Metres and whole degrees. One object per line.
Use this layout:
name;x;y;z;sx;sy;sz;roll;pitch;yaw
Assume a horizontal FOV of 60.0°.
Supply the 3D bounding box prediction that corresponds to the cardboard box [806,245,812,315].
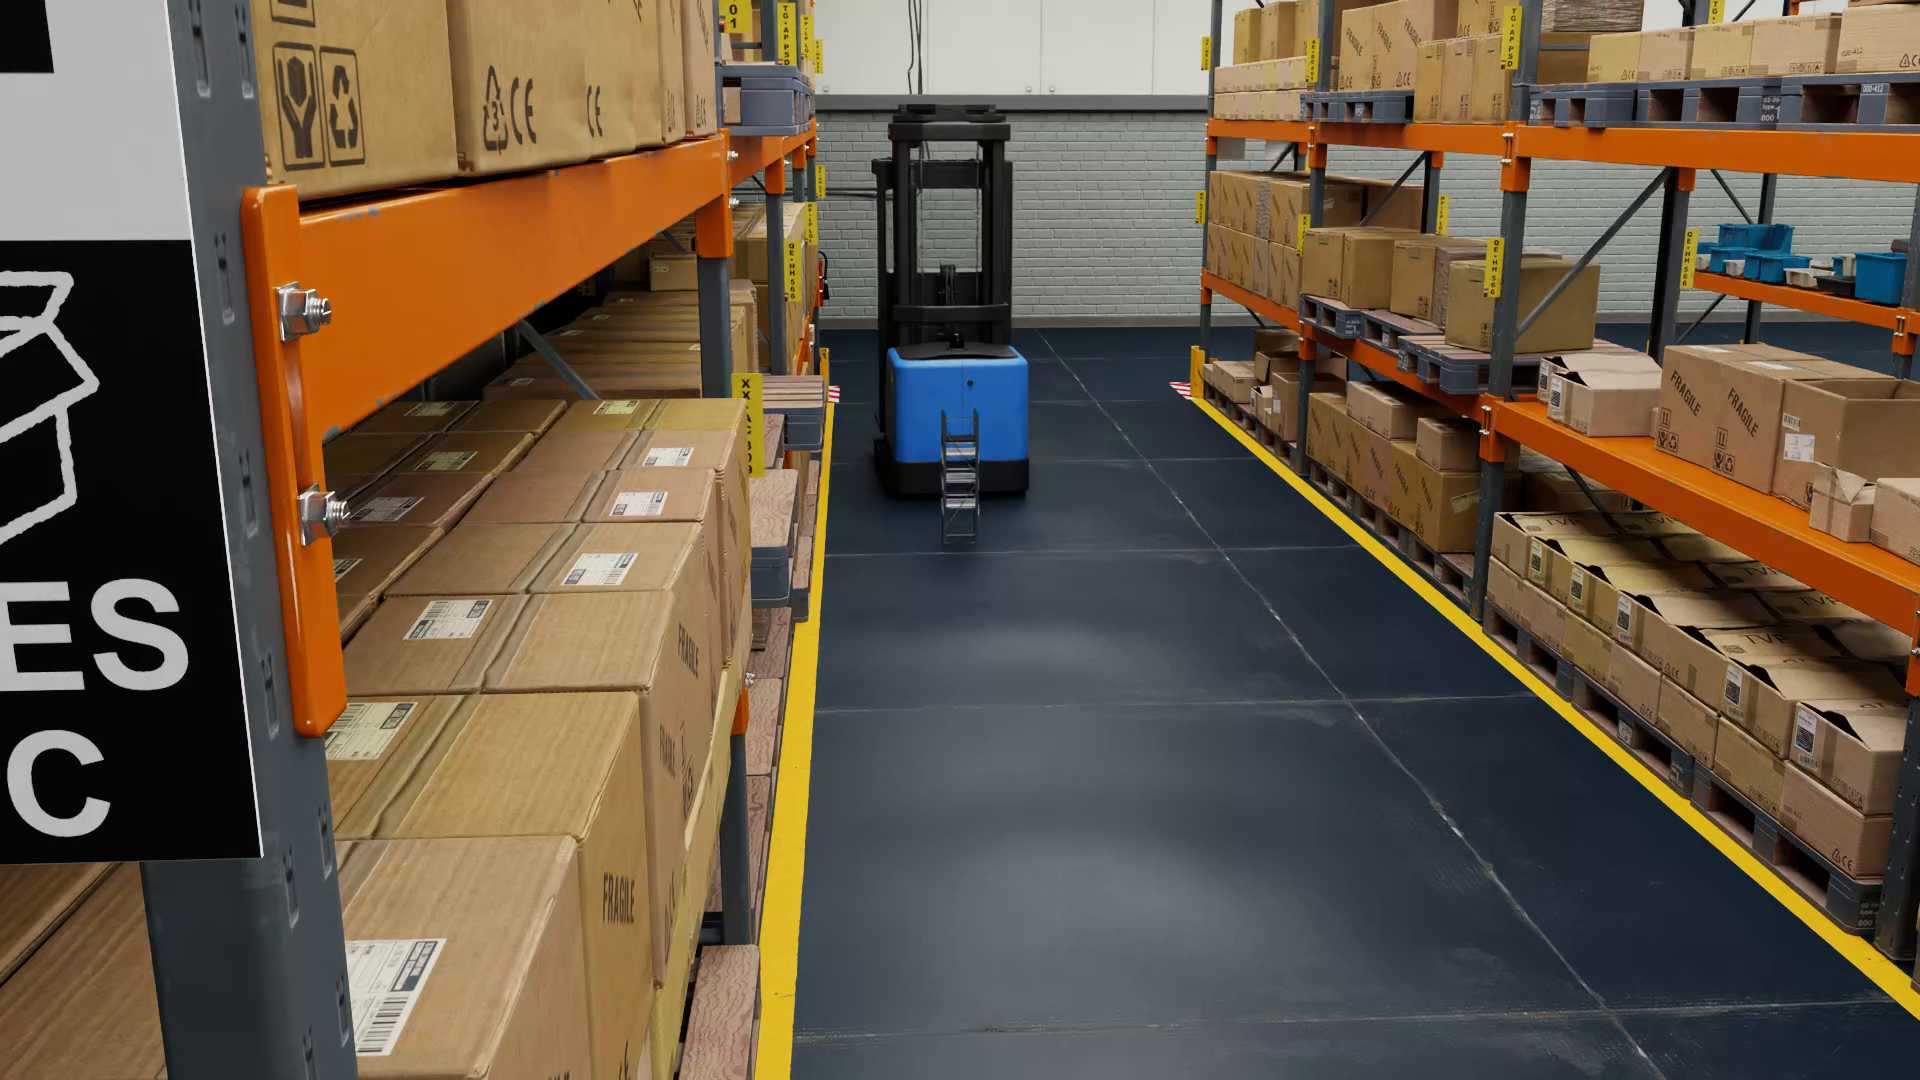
cardboard box;-1.712;-2.193;13.427;0.980;0.700;0.700;-1;14;-3

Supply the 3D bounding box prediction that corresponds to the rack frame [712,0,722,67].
rack frame;-1.199;-2.828;4.458;1.000;3.000;0.127;-1;14;-3

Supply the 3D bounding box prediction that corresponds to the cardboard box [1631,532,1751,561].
cardboard box;3.814;0.117;8.600;0.500;0.311;0.500;-1;14;-4

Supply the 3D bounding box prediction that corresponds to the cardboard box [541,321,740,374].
cardboard box;-1.296;-0.614;6.808;0.700;0.500;0.500;1;14;4

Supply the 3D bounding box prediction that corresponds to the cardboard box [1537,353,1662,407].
cardboard box;3.476;-0.861;9.030;0.500;0.311;0.500;0;14;0

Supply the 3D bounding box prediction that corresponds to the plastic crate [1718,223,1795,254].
plastic crate;8.153;-3.026;17.075;0.616;0.435;0.499;-1;14;-3

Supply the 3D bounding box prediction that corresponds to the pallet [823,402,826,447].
pallet;-1.742;-1.056;15.208;1.003;0.211;1.213;-1;14;-3

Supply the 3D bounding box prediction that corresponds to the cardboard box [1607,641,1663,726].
cardboard box;3.338;0.650;7.656;0.500;0.250;0.500;-1;14;-2

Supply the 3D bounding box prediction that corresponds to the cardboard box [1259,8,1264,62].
cardboard box;3.134;-4.594;15.134;0.700;0.500;0.500;-1;14;-3

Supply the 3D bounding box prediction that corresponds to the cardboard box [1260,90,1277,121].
cardboard box;2.894;-3.735;14.305;0.500;0.250;0.500;-1;14;-3

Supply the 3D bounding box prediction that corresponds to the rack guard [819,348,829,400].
rack guard;-1.944;-1.702;17.140;1.175;0.500;0.348;-1;14;-3

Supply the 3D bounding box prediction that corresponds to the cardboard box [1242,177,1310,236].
cardboard box;2.865;-3.022;15.044;0.500;0.500;0.500;-1;14;-4

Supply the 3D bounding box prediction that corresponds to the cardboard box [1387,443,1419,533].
cardboard box;3.173;-0.355;11.020;0.500;0.500;0.500;-1;14;-5

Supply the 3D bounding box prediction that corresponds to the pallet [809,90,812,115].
pallet;-1.807;-3.828;14.544;1.003;0.211;1.213;-1;14;-3

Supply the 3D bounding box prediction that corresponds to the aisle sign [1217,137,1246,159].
aisle sign;2.704;-4.256;16.830;0.394;0.787;0.004;-1;14;-3

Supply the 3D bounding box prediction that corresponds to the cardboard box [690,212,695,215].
cardboard box;-1.851;-2.105;11.343;0.500;0.250;0.500;-1;14;-5

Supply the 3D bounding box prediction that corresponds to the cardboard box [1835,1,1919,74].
cardboard box;3.680;-1.873;6.226;0.500;0.250;0.500;-2;15;-9

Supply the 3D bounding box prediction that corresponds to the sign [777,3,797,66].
sign;-0.905;-2.628;8.665;0.100;0.325;0.005;-1;14;-3

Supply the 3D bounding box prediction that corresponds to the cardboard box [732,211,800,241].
cardboard box;-1.356;-2.111;11.369;0.500;0.250;0.500;-1;14;-2

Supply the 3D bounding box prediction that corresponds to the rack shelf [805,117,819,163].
rack shelf;-1.818;-3.514;14.588;1.077;0.370;4.000;-1;14;-3

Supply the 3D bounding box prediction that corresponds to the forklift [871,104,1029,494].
forklift;-0.150;-2.088;13.759;1.130;2.935;3.031;-2;15;-6

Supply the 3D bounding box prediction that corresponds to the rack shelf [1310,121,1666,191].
rack shelf;3.374;-2.596;11.022;1.077;0.370;4.000;-1;14;-3

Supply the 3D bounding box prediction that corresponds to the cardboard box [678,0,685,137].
cardboard box;-0.902;-1.186;3.854;0.500;0.500;0.500;-2;15;-8

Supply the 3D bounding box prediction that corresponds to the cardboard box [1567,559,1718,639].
cardboard box;3.307;0.254;8.069;0.500;0.311;0.500;-1;14;-5

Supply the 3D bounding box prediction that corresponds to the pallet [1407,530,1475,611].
pallet;3.489;0.169;10.444;1.003;0.211;1.213;-1;14;-3

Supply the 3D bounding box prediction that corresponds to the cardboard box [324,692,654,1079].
cardboard box;-0.701;0.526;2.220;0.500;0.500;0.500;-1;14;-3

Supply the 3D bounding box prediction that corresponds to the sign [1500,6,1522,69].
sign;2.956;-2.690;8.904;0.100;0.325;0.005;-1;14;-3

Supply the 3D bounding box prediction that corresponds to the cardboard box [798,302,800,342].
cardboard box;-1.274;-1.498;10.492;0.500;0.500;0.500;-1;14;-4

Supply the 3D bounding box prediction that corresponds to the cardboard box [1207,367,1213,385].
cardboard box;2.700;-1.654;16.737;0.380;0.166;0.250;-1;14;-3

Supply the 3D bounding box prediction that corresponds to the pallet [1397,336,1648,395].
pallet;3.385;-1.069;10.048;1.213;0.211;1.003;-1;14;-3

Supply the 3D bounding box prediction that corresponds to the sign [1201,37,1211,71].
sign;2.460;-4.852;16.590;0.100;0.325;0.005;-1;14;-3

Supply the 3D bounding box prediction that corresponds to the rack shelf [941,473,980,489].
rack shelf;0.000;-0.406;11.430;0.258;0.077;0.200;-1;14;-3

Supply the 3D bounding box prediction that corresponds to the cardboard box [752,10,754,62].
cardboard box;-1.683;-3.143;10.618;0.700;0.500;0.500;-1;14;-3

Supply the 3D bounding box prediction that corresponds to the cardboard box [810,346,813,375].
cardboard box;-1.768;-1.603;15.910;0.700;0.500;0.500;-1;14;-4

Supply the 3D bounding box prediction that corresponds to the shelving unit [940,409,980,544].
shelving unit;0.000;-0.438;11.422;0.258;0.900;0.210;-1;14;-3

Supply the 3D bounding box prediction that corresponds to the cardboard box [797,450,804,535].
cardboard box;-1.409;-0.483;10.854;0.750;0.750;0.750;-1;14;-4

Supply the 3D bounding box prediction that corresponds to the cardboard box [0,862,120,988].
cardboard box;-1.192;0.658;1.705;0.500;0.500;0.500;-1;14;-4

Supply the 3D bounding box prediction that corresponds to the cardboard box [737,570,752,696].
cardboard box;-0.867;0.253;4.782;0.500;0.250;0.500;-1;14;-3

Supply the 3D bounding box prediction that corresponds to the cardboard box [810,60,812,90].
cardboard box;-1.561;-4.102;14.687;0.500;0.250;0.500;-1;14;-5

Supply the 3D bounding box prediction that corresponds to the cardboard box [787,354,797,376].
cardboard box;-1.175;-1.021;9.939;0.380;0.149;0.250;0;14;-2

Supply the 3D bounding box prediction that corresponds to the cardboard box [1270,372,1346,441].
cardboard box;2.931;-1.129;14.030;0.500;0.500;0.500;-1;14;-3

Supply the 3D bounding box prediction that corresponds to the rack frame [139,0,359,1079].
rack frame;-0.948;1.072;1.340;0.949;2.616;0.053;-1;14;-3

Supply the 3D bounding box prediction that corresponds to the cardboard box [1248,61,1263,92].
cardboard box;2.862;-4.102;14.726;0.500;0.250;0.500;-1;14;-3

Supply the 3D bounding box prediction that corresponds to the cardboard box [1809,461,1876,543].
cardboard box;3.507;-0.151;6.362;0.396;0.266;0.258;-1;14;-5

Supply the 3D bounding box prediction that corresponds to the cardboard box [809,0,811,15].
cardboard box;-1.564;-4.470;14.612;0.500;0.500;0.500;-2;15;-6

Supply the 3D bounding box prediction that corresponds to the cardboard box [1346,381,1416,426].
cardboard box;3.098;-0.983;11.954;0.500;0.250;0.500;-1;14;-3

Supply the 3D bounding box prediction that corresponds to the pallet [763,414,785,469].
pallet;-1.283;-0.333;7.185;1.003;0.211;1.213;-1;14;-3

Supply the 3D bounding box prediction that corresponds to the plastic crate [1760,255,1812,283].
plastic crate;7.733;-2.539;15.592;0.416;0.233;0.300;-1;14;-3

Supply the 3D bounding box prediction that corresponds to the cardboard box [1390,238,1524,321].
cardboard box;3.421;-1.803;11.471;0.700;0.500;0.500;-5;15;-18

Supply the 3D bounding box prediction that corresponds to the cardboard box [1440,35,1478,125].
cardboard box;3.405;-2.731;9.899;0.910;0.500;0.500;-1;14;-3

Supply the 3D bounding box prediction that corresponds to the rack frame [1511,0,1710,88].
rack frame;3.497;-3.900;8.625;1.000;3.000;0.127;-1;14;-3

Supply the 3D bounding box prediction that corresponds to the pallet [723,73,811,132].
pallet;-1.198;-1.697;6.461;1.213;0.211;1.003;-1;14;-3

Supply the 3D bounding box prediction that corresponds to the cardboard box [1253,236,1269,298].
cardboard box;2.895;-2.414;14.689;0.500;0.500;0.500;-1;14;-2

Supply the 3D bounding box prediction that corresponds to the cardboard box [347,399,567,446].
cardboard box;-1.378;-0.103;4.662;0.500;0.500;0.500;-1;14;-5

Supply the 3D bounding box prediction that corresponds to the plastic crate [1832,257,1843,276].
plastic crate;8.329;-2.501;15.443;0.416;0.233;0.300;-1;14;-3

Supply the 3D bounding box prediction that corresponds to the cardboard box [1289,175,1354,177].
cardboard box;3.373;-3.156;15.566;0.500;0.500;0.500;0;14;-2

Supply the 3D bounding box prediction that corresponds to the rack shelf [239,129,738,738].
rack shelf;-1.075;-0.529;2.988;1.077;0.370;4.000;-1;14;-3
